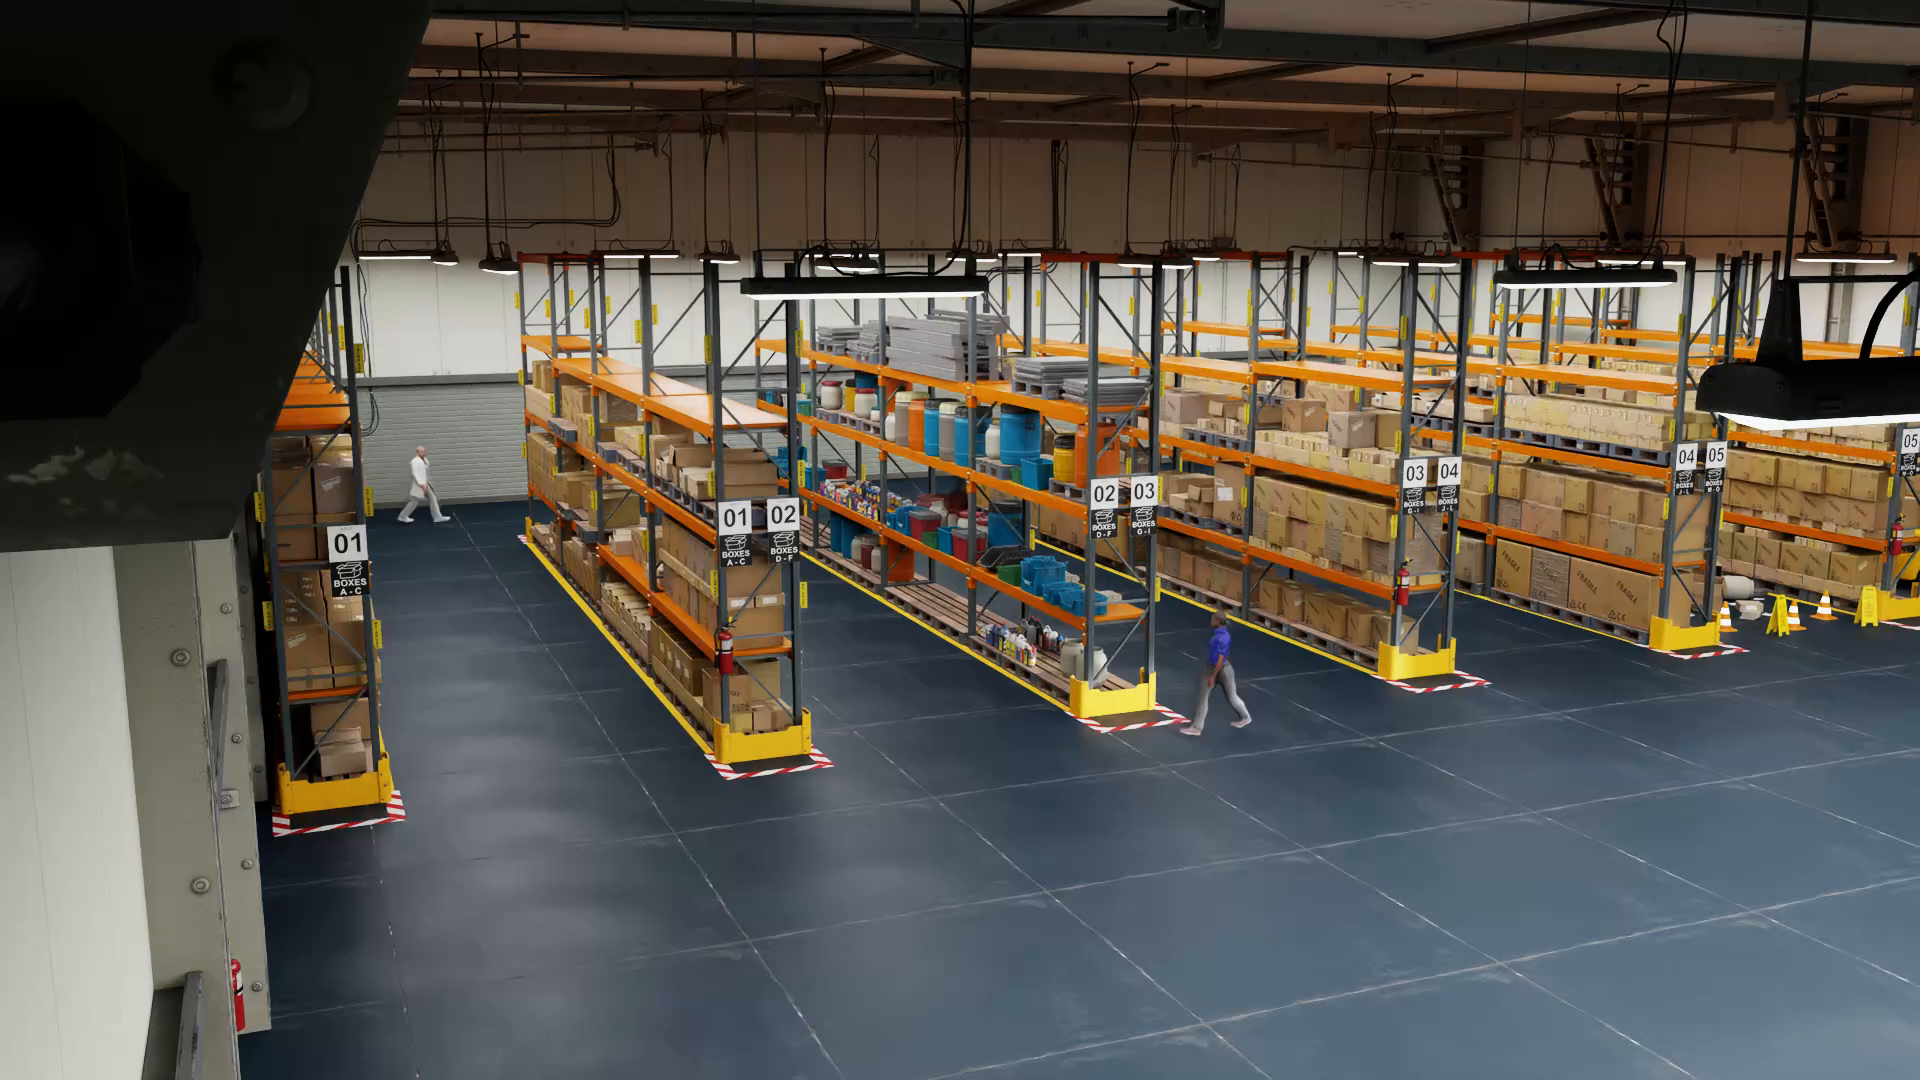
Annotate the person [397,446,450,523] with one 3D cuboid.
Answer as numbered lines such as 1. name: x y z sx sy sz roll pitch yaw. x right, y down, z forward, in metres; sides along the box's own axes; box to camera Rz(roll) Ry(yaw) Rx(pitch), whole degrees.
1. person: -11.947 -1.223 36.919 1.116 1.738 0.651 -1 10 -3

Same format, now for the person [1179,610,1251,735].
1. person: 3.291 1.690 21.281 0.985 1.612 0.426 -9 13 -39
